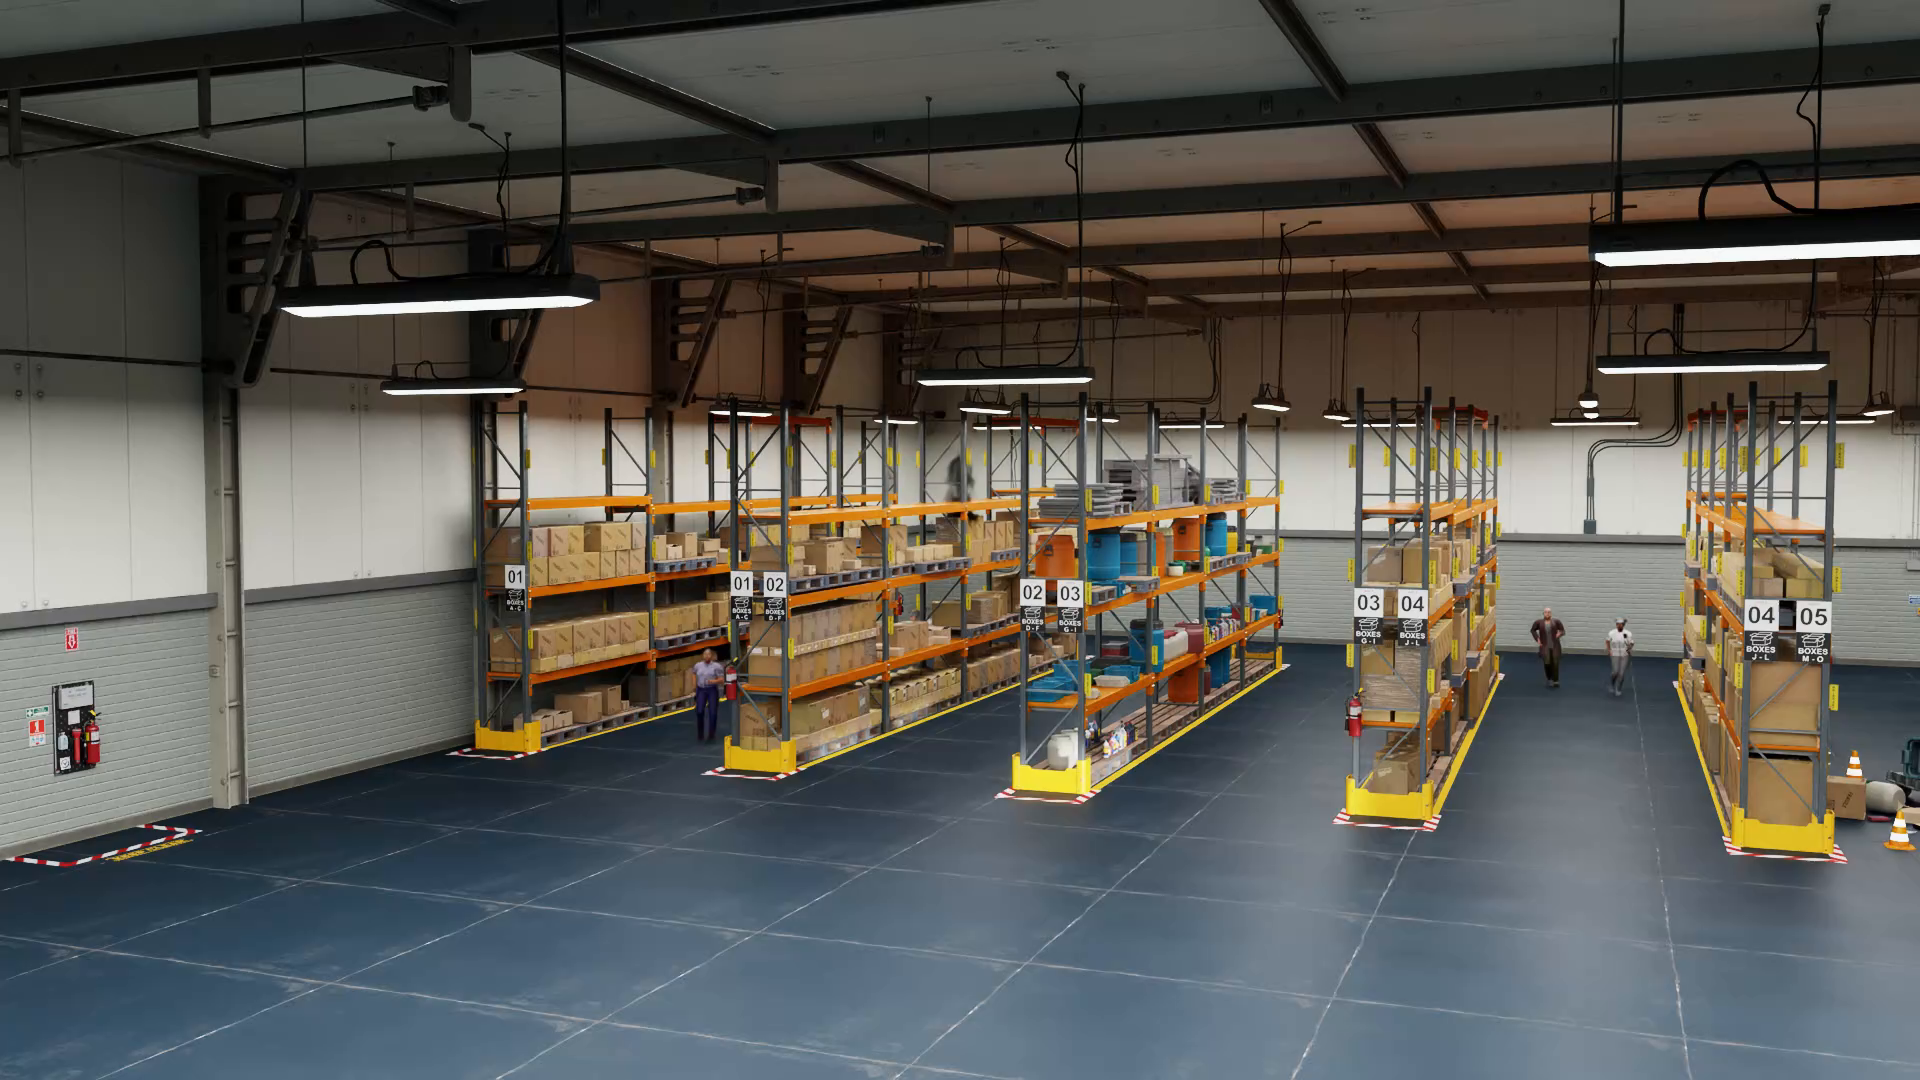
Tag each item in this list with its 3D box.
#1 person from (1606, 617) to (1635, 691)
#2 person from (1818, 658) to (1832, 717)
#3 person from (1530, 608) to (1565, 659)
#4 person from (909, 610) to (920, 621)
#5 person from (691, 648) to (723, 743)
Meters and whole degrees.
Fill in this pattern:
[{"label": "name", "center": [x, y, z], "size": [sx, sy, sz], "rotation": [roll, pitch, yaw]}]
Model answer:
[{"label": "person", "center": [13.943, 2.422, 35.112], "size": [0.560, 1.594, 0.567], "rotation": [1, 3, 18]}, {"label": "person", "center": [15.866, 2.544, 30.915], "size": [0.641, 1.614, 0.851], "rotation": [1, 3, 18]}, {"label": "person", "center": [12.882, 2.059, 36.391], "size": [0.712, 1.148, 0.654], "rotation": [1, 3, 14]}, {"label": "person", "center": [-0.999, 2.383, 37.068], "size": [0.340, 1.660, 0.447], "rotation": [1, 3, 24]}, {"label": "person", "center": [-4.483, 2.762, 29.462], "size": [0.581, 1.652, 0.677], "rotation": [0, 3, -6]}]
